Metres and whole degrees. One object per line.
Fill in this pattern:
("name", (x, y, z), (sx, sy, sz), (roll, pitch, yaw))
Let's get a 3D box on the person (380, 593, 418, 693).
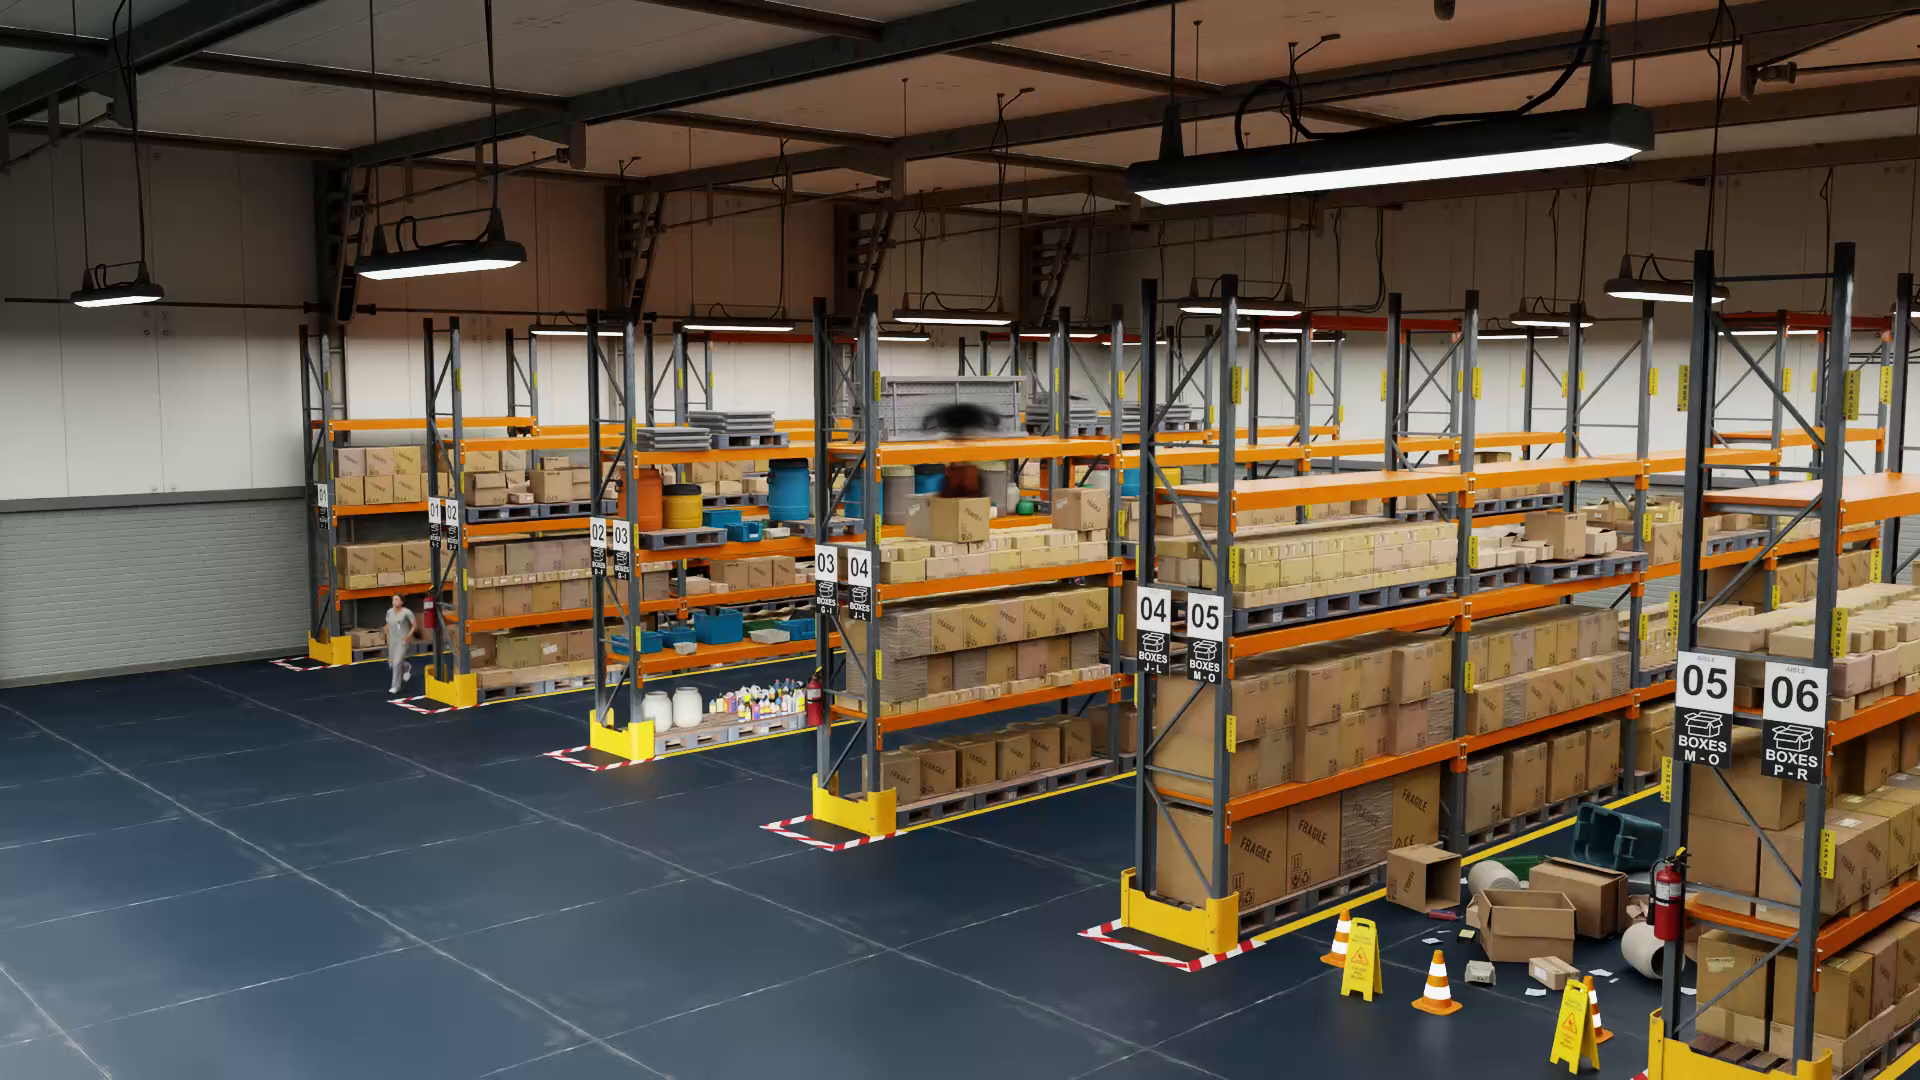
("person", (-9.042, 1.643, 27.006), (0.551, 1.626, 0.695), (1, 6, 14))
